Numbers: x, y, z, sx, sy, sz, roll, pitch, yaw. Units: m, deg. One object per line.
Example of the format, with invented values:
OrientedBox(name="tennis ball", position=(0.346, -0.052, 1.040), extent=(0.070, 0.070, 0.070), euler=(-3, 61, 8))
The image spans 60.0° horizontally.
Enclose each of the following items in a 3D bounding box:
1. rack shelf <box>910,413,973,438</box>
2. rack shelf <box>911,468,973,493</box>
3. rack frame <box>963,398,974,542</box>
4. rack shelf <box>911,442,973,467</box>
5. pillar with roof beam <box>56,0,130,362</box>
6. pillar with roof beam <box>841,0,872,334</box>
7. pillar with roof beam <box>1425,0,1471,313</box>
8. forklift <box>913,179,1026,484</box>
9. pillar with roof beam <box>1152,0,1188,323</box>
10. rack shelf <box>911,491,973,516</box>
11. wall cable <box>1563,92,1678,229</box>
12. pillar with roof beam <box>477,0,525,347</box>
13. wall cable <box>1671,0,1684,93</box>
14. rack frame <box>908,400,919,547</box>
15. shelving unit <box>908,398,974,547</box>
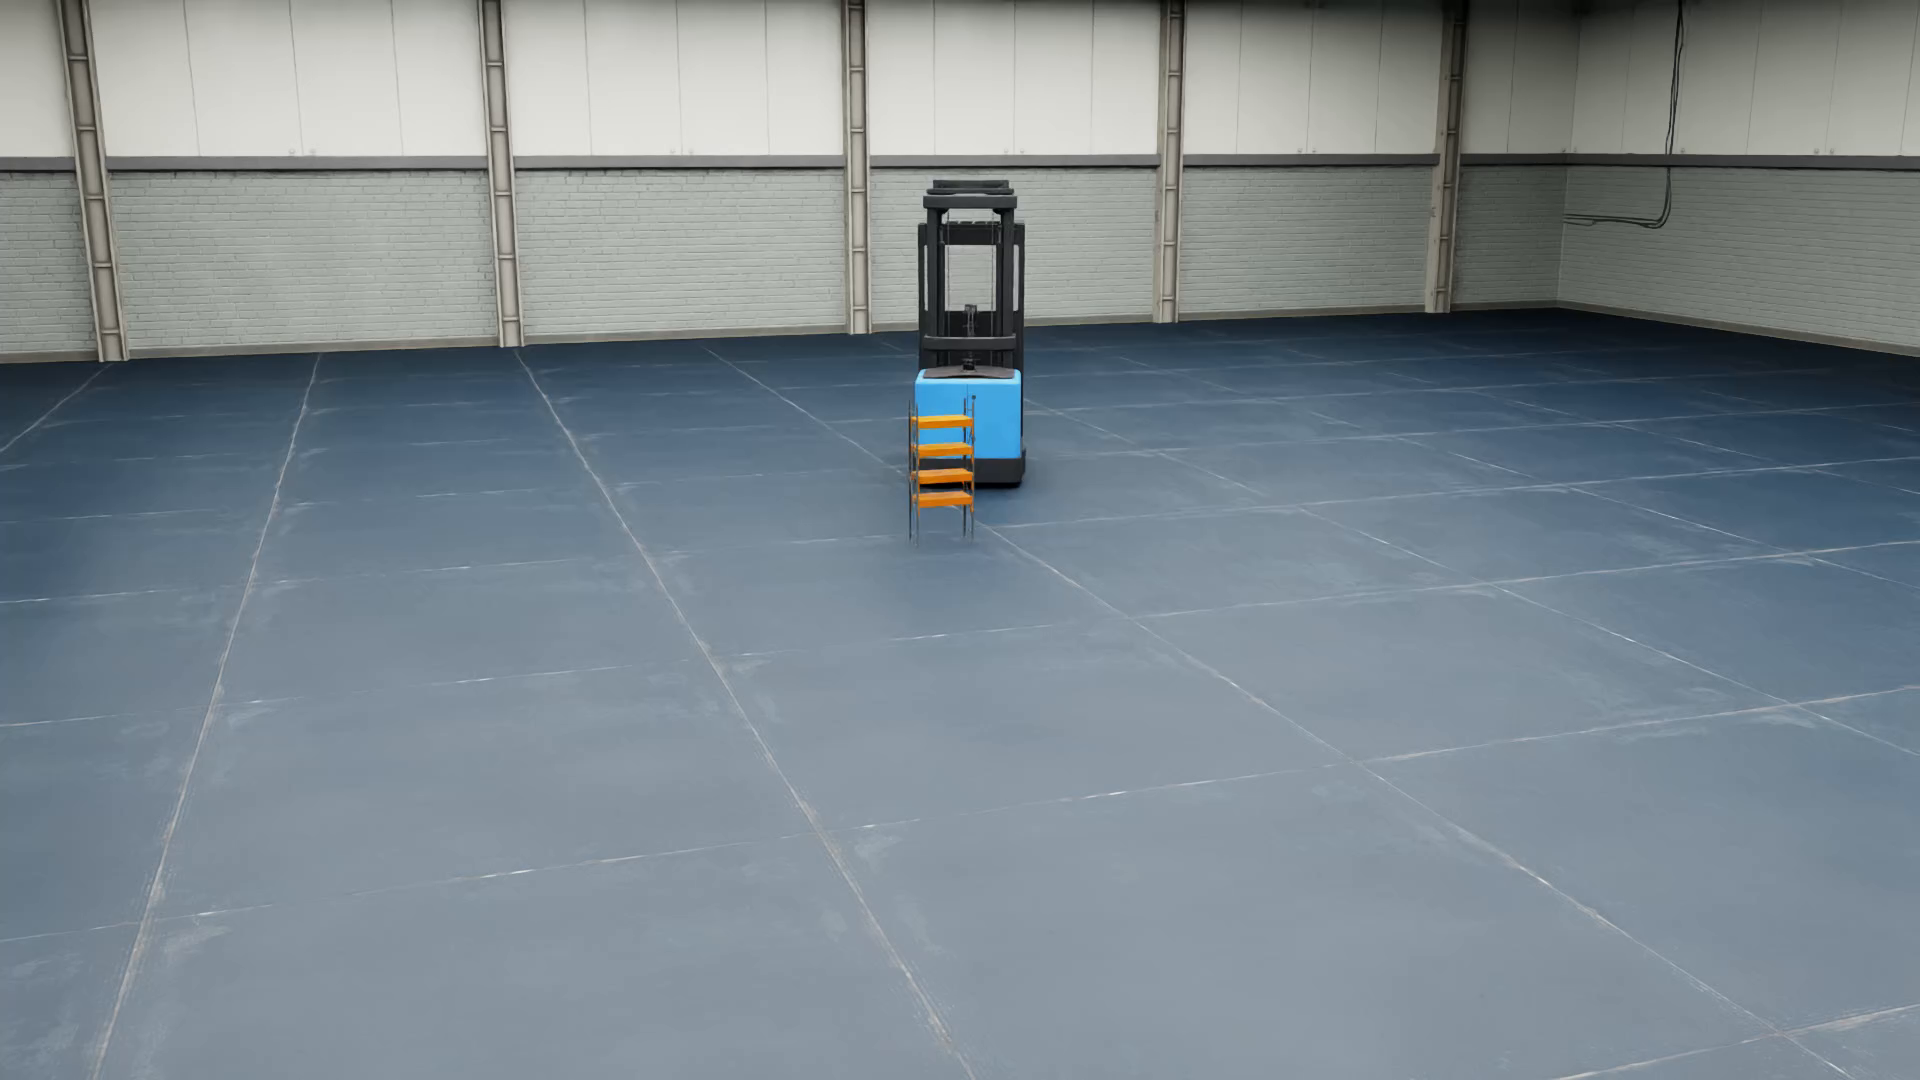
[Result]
OrientedBox(name="rack shelf", position=(-0.157, -0.954, 13.862), extent=(0.480, 0.148, 0.258), euler=(-4, 14, -18))
OrientedBox(name="rack shelf", position=(-0.157, -0.506, 13.968), extent=(0.480, 0.148, 0.258), euler=(-4, 14, -18))
OrientedBox(name="rack frame", position=(0.074, -0.590, 14.028), extent=(0.015, 1.200, 0.240), euler=(-4, 14, -18))
OrientedBox(name="rack shelf", position=(-0.157, -0.724, 13.916), extent=(0.480, 0.148, 0.258), euler=(-4, 14, -18))
OrientedBox(name="pillar with roof beam", position=(-11.802, -6.235, 20.909), extent=(0.400, 9.000, 9.100), euler=(-4, 14, -18))
OrientedBox(name="pillar with roof beam", position=(-0.429, -7.121, 24.633), extent=(0.400, 9.000, 9.100), euler=(-4, 14, -18))
OrientedBox(name="pillar with roof beam", position=(10.944, -8.006, 28.356), extent=(0.400, 9.000, 9.100), euler=(-4, 14, -18))
OrientedBox(name="forklift", position=(0.125, -2.266, 17.333), extent=(1.130, 2.935, 3.031), euler=(0, 13, 2))
OrientedBox(name="pillar with roof beam", position=(5.258, -7.564, 26.494), extent=(0.400, 9.000, 9.100), euler=(-4, 14, -18))
OrientedBox(name="rack shelf", position=(-0.157, -0.313, 14.014), extent=(0.480, 0.148, 0.258), euler=(-4, 14, -18))
OrientedBox(name="wall cable", position=(12.785, -7.367, 32.380), extent=(0.112, 2.526, 3.097), euler=(-4, 14, -18))
OrientedBox(name="pillar with roof beam", position=(-6.116, -6.678, 22.771), extent=(0.400, 9.000, 9.100), euler=(-4, 14, -18))
OrientedBox(name="wall cable", position=(13.648, -9.231, 29.301), extent=(0.112, 2.526, 3.097), euler=(-4, 14, -18))
OrientedBox(name="rack frame", position=(-0.388, -0.553, 13.877), extent=(0.015, 1.200, 0.240), euler=(-4, 14, -18))
OrientedBox(name="shelving unit", position=(-0.157, -0.572, 13.953), extent=(0.503, 1.200, 0.258), euler=(-4, 14, -18))
